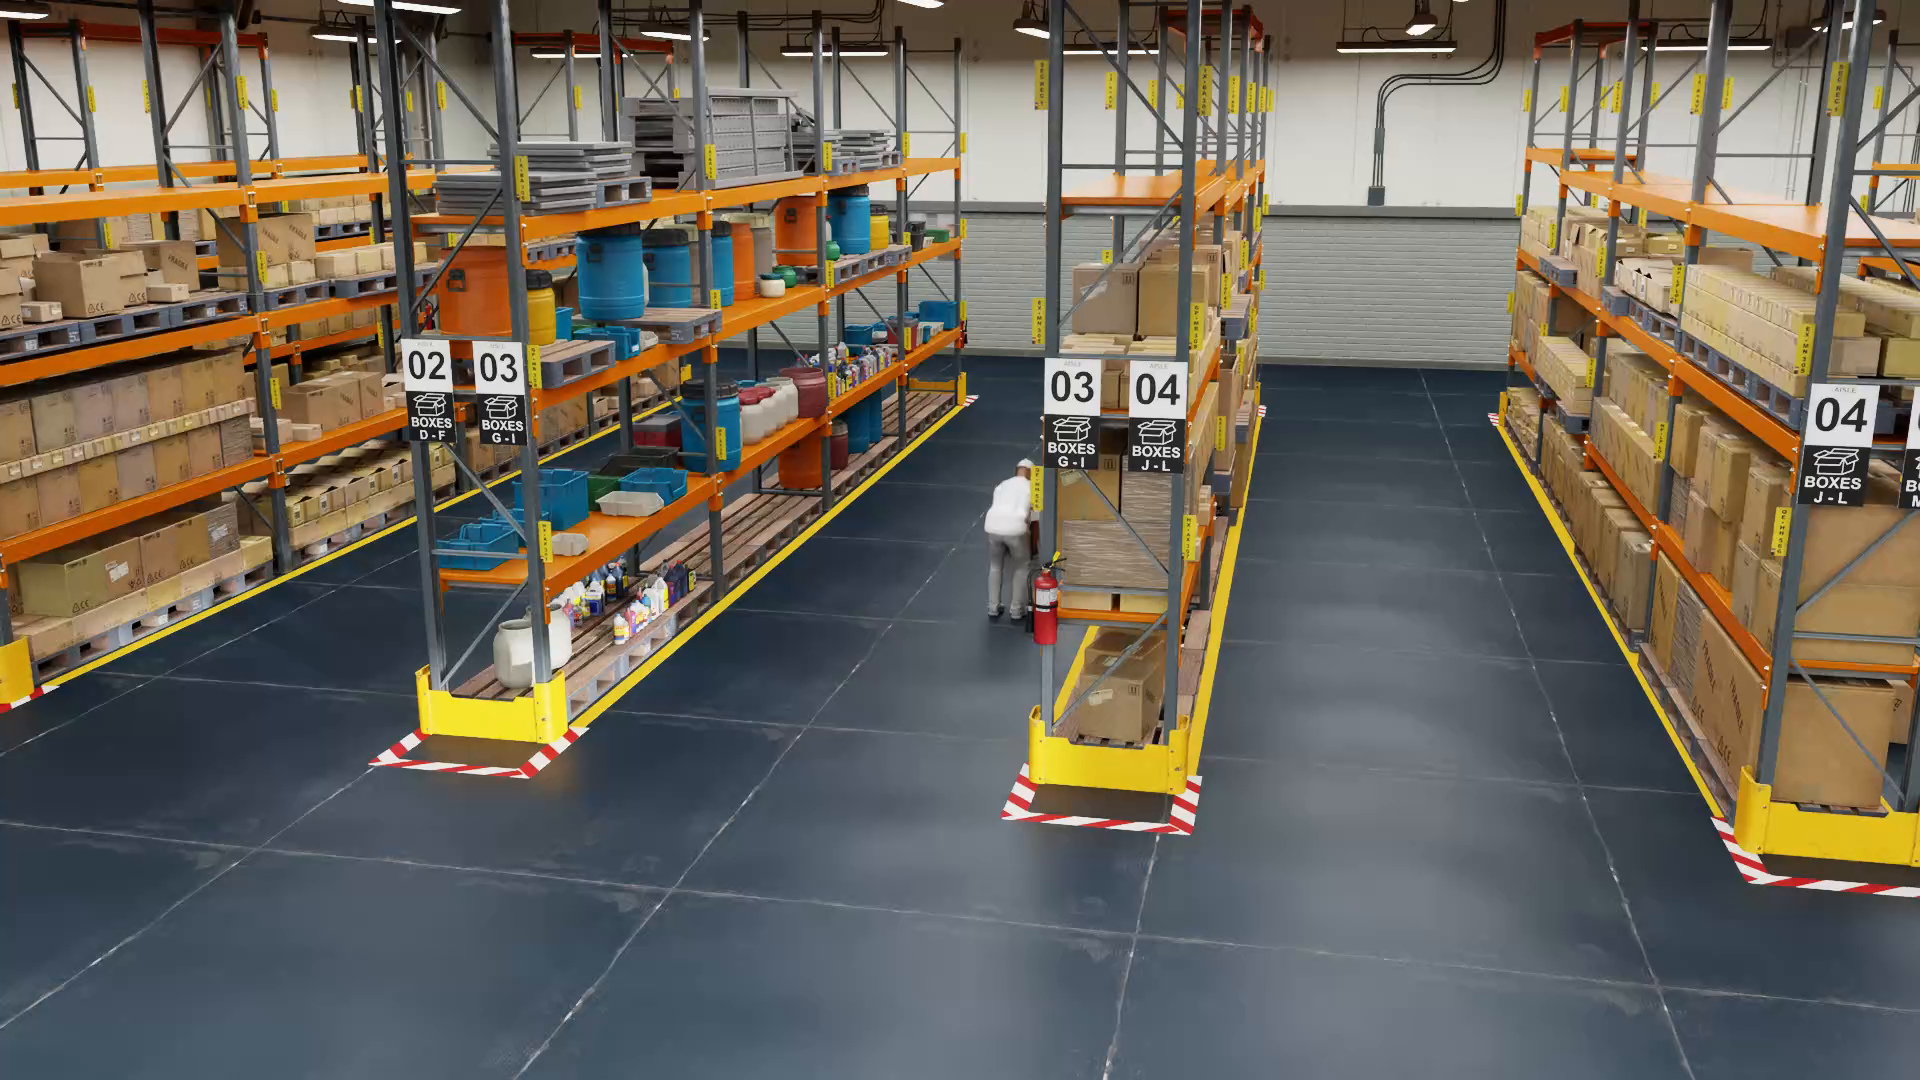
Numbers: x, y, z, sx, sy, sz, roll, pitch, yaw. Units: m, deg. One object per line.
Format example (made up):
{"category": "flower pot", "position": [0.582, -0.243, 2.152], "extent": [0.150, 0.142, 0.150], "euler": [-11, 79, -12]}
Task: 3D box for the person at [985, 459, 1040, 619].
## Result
{"category": "person", "position": [0.544, -0.026, 16.608], "extent": [0.476, 1.489, 0.843], "euler": [6, 16, 23]}
